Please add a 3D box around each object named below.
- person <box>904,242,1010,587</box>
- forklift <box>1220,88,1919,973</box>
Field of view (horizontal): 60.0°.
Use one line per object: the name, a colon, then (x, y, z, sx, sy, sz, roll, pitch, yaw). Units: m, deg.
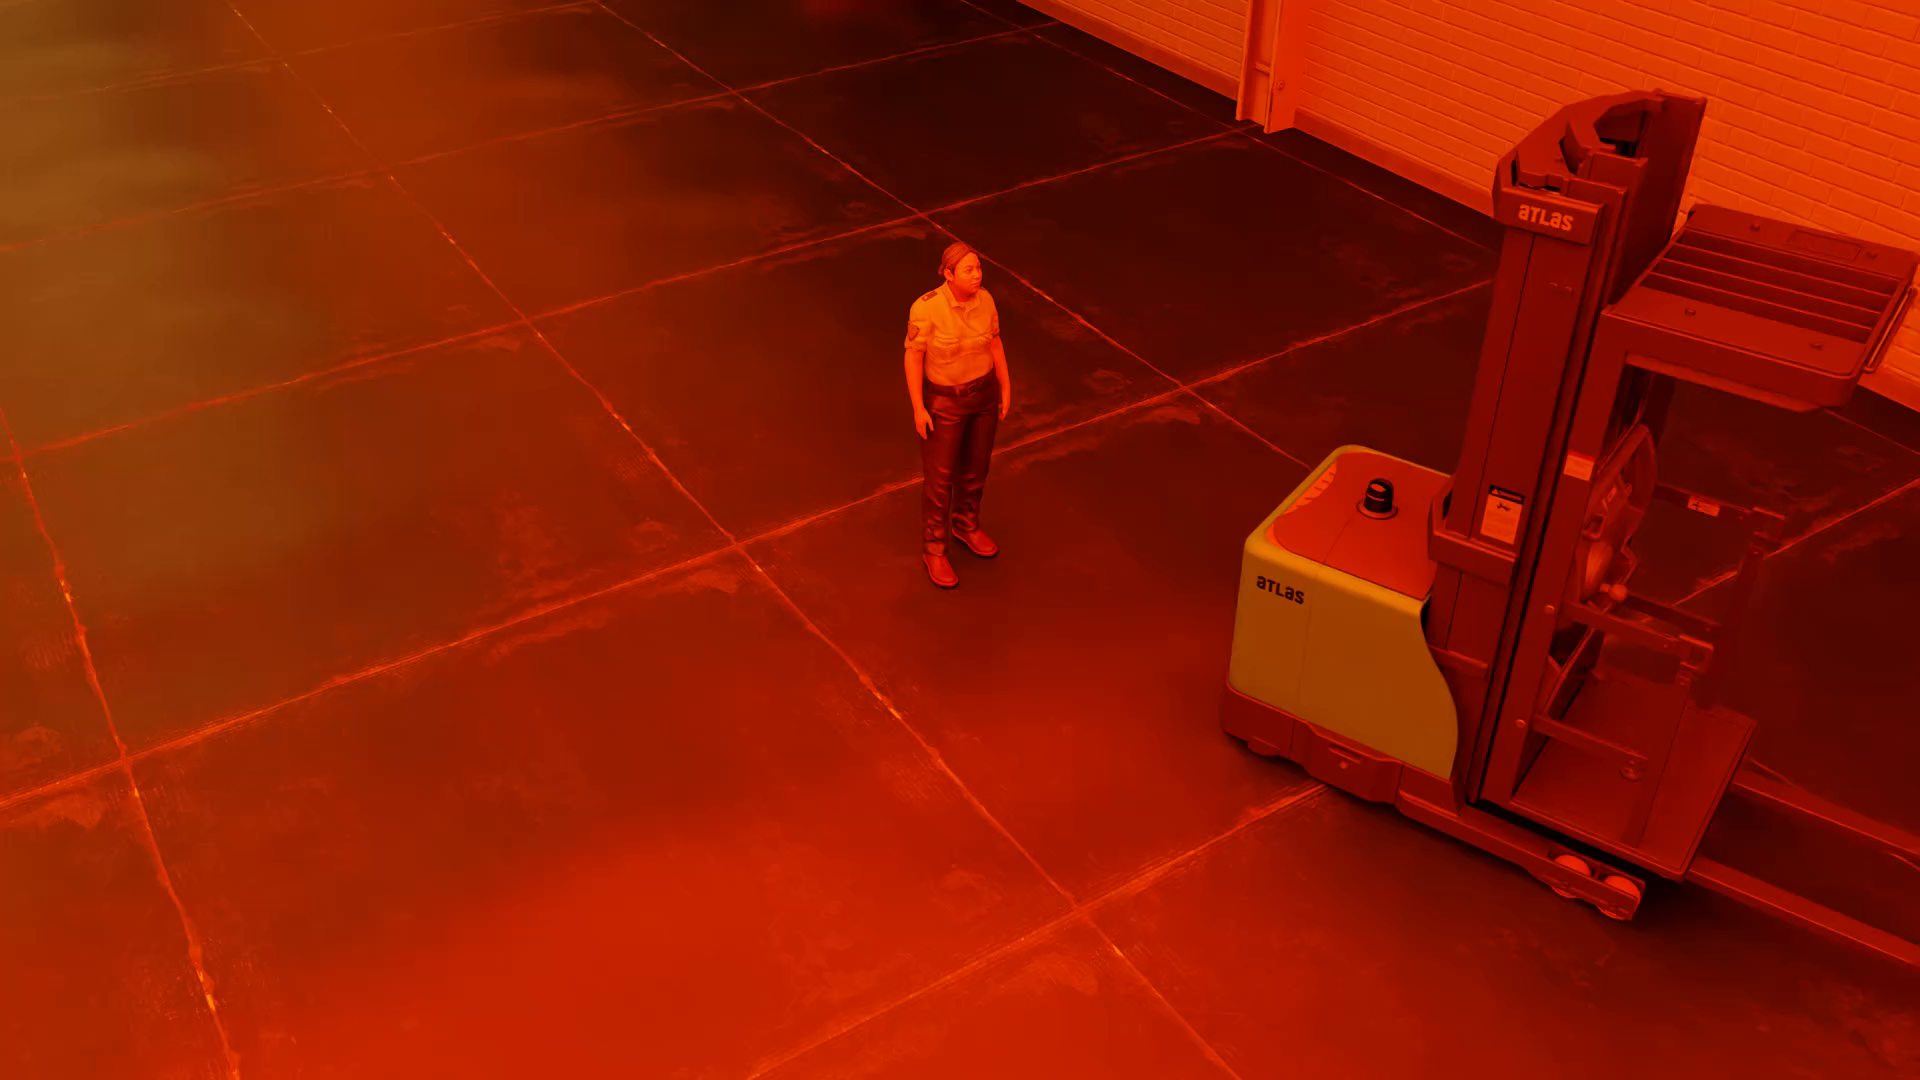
person: (0.030, -0.629, 8.148, 0.598, 1.651, 0.502, -21, 40, -27)
forklift: (2.655, -0.053, 6.223, 3.031, 2.935, 1.130, 22, 41, 28)
